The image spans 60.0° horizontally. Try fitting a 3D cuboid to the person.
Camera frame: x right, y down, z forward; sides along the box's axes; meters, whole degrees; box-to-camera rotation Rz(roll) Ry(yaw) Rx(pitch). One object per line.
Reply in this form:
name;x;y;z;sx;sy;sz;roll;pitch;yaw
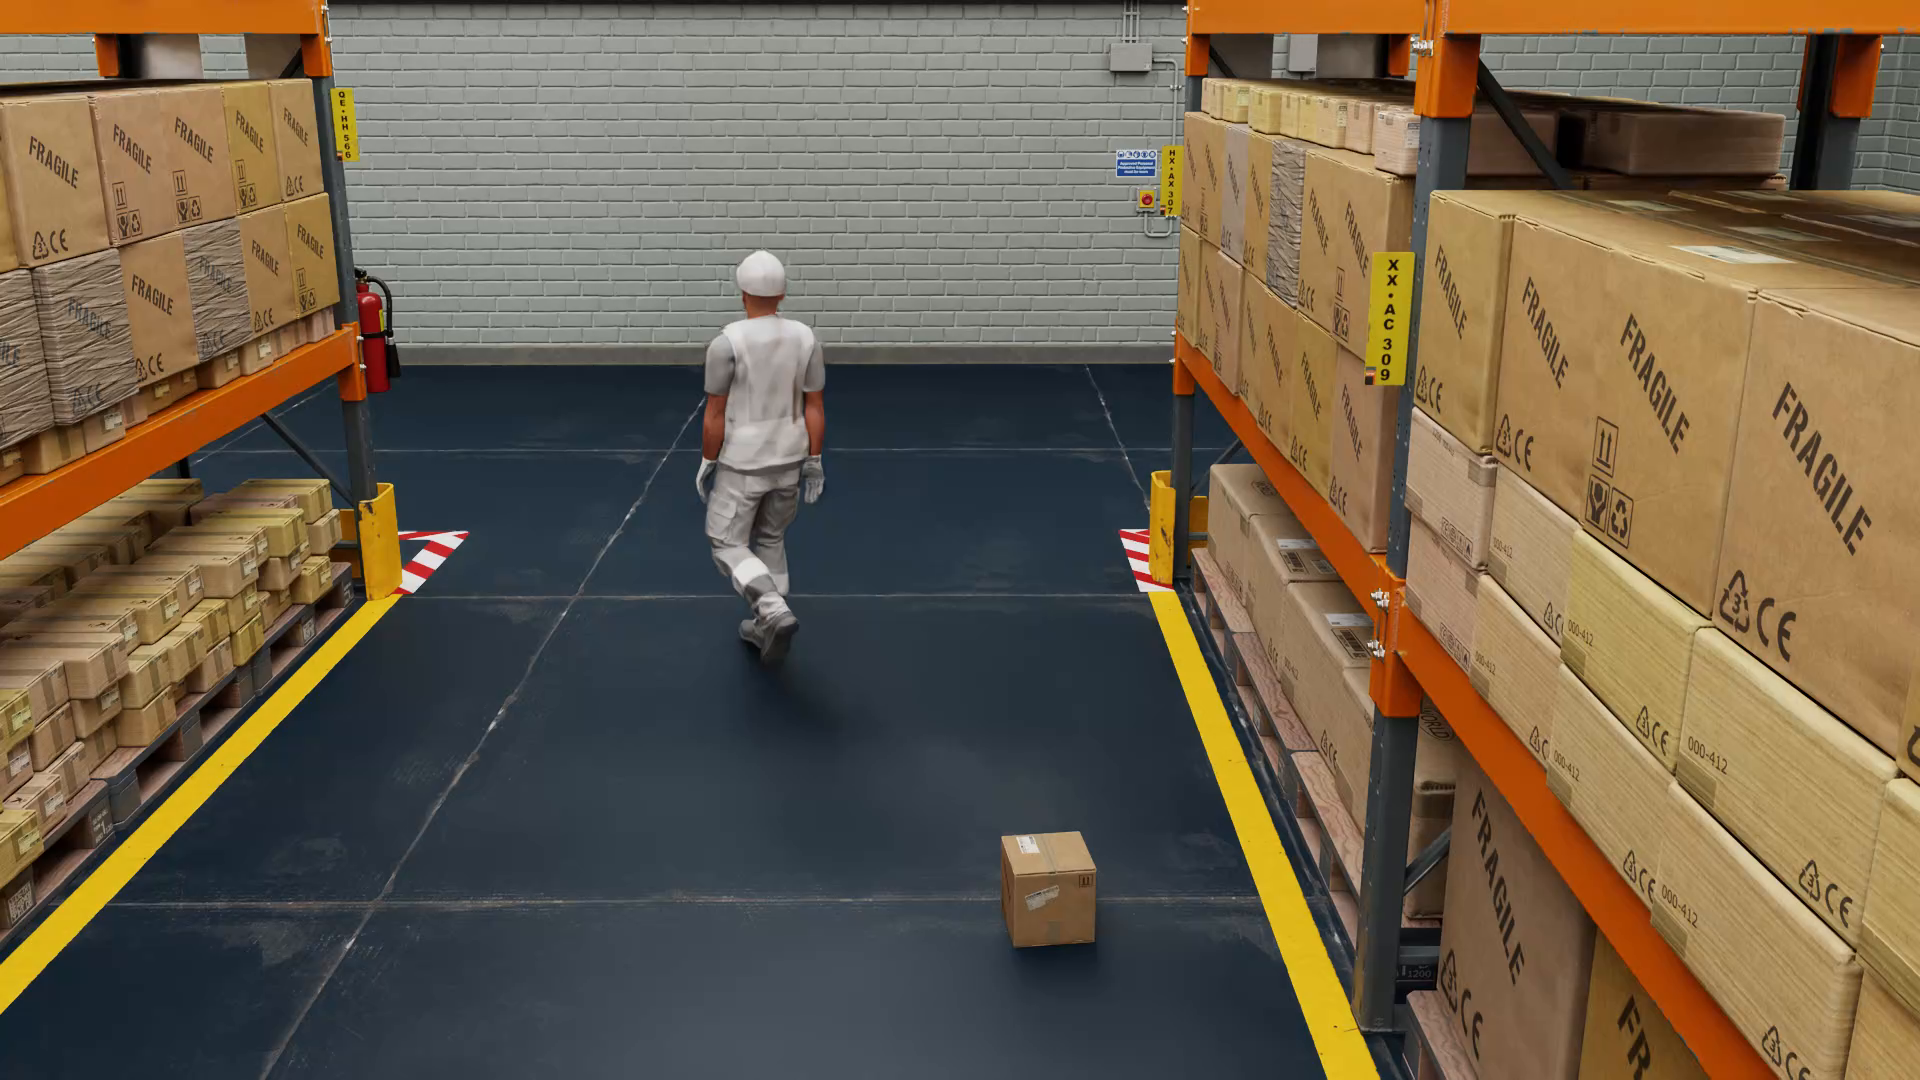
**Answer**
person;-0.823;-0.319;6.983;0.549;1.770;0.754;-11;20;-32
